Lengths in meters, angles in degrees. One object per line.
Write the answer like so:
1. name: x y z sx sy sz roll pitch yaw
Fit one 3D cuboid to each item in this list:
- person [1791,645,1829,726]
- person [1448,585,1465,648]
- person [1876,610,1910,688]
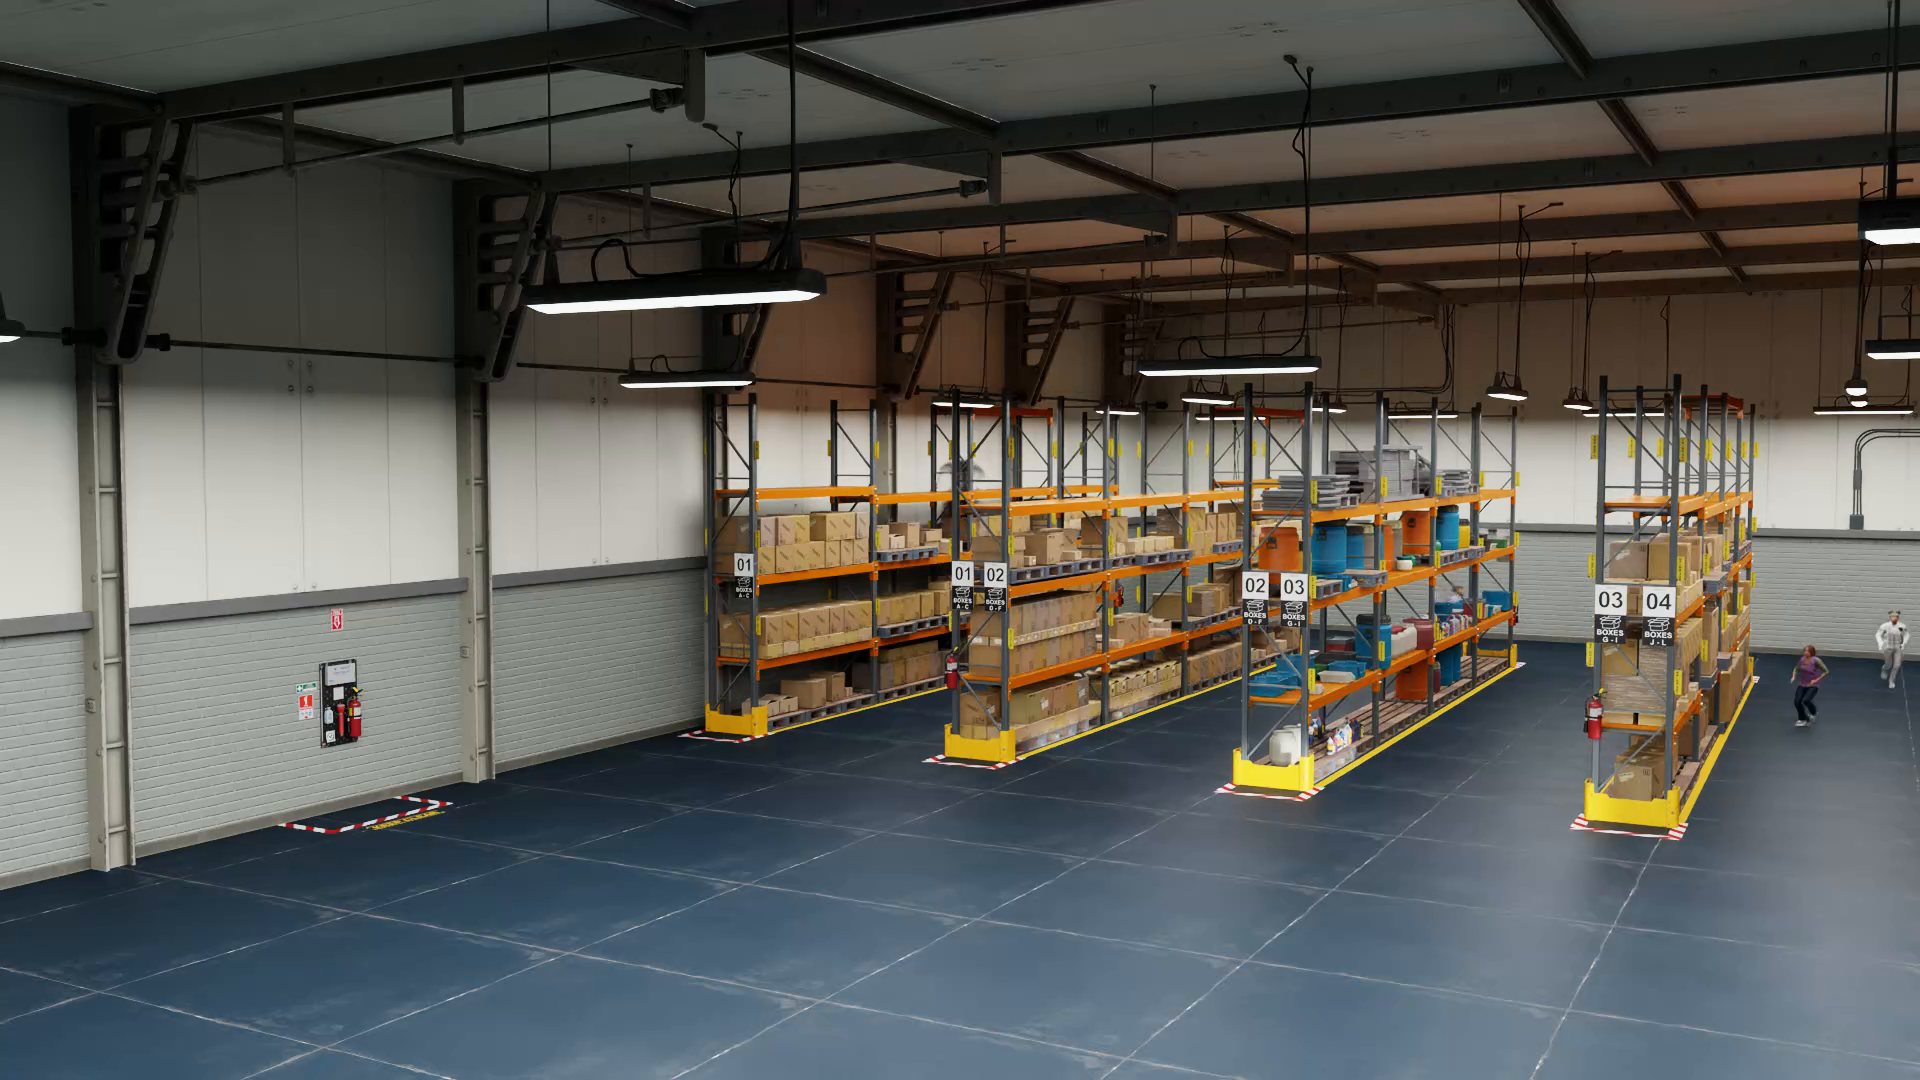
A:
1. person: 15.321 2.639 30.005 0.538 1.512 0.624 -2 4 -38
2. person: 12.539 1.932 42.310 0.660 1.578 0.835 -2 4 -30
3. person: 19.751 2.295 35.201 0.626 1.651 0.525 1 3 16
